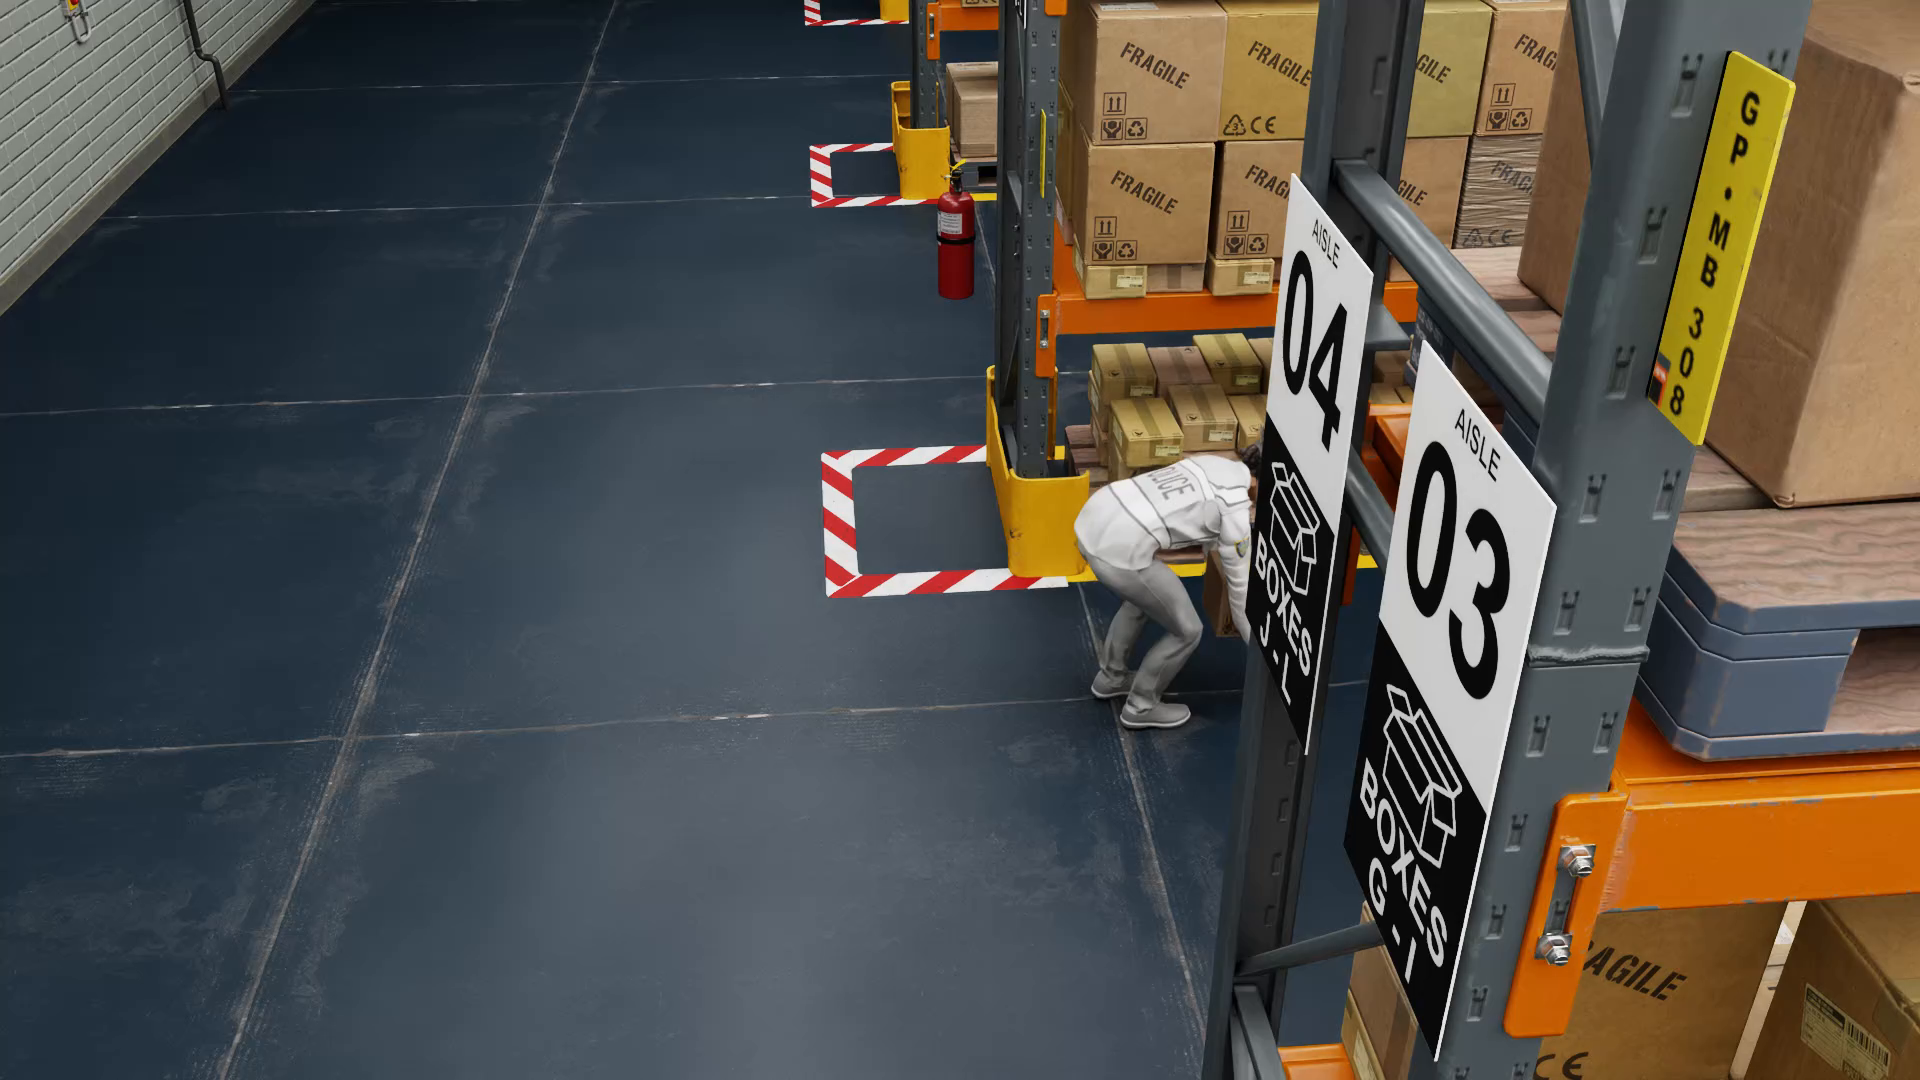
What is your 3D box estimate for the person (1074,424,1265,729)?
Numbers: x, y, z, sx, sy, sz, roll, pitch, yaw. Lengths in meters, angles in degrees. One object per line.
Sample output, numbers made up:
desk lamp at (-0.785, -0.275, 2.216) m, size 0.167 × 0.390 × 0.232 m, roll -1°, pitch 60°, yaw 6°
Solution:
person at (0.879, 0.141, 6.378) m, size 0.910 × 1.172 × 0.430 m, roll -9°, pitch 32°, yaw -14°
